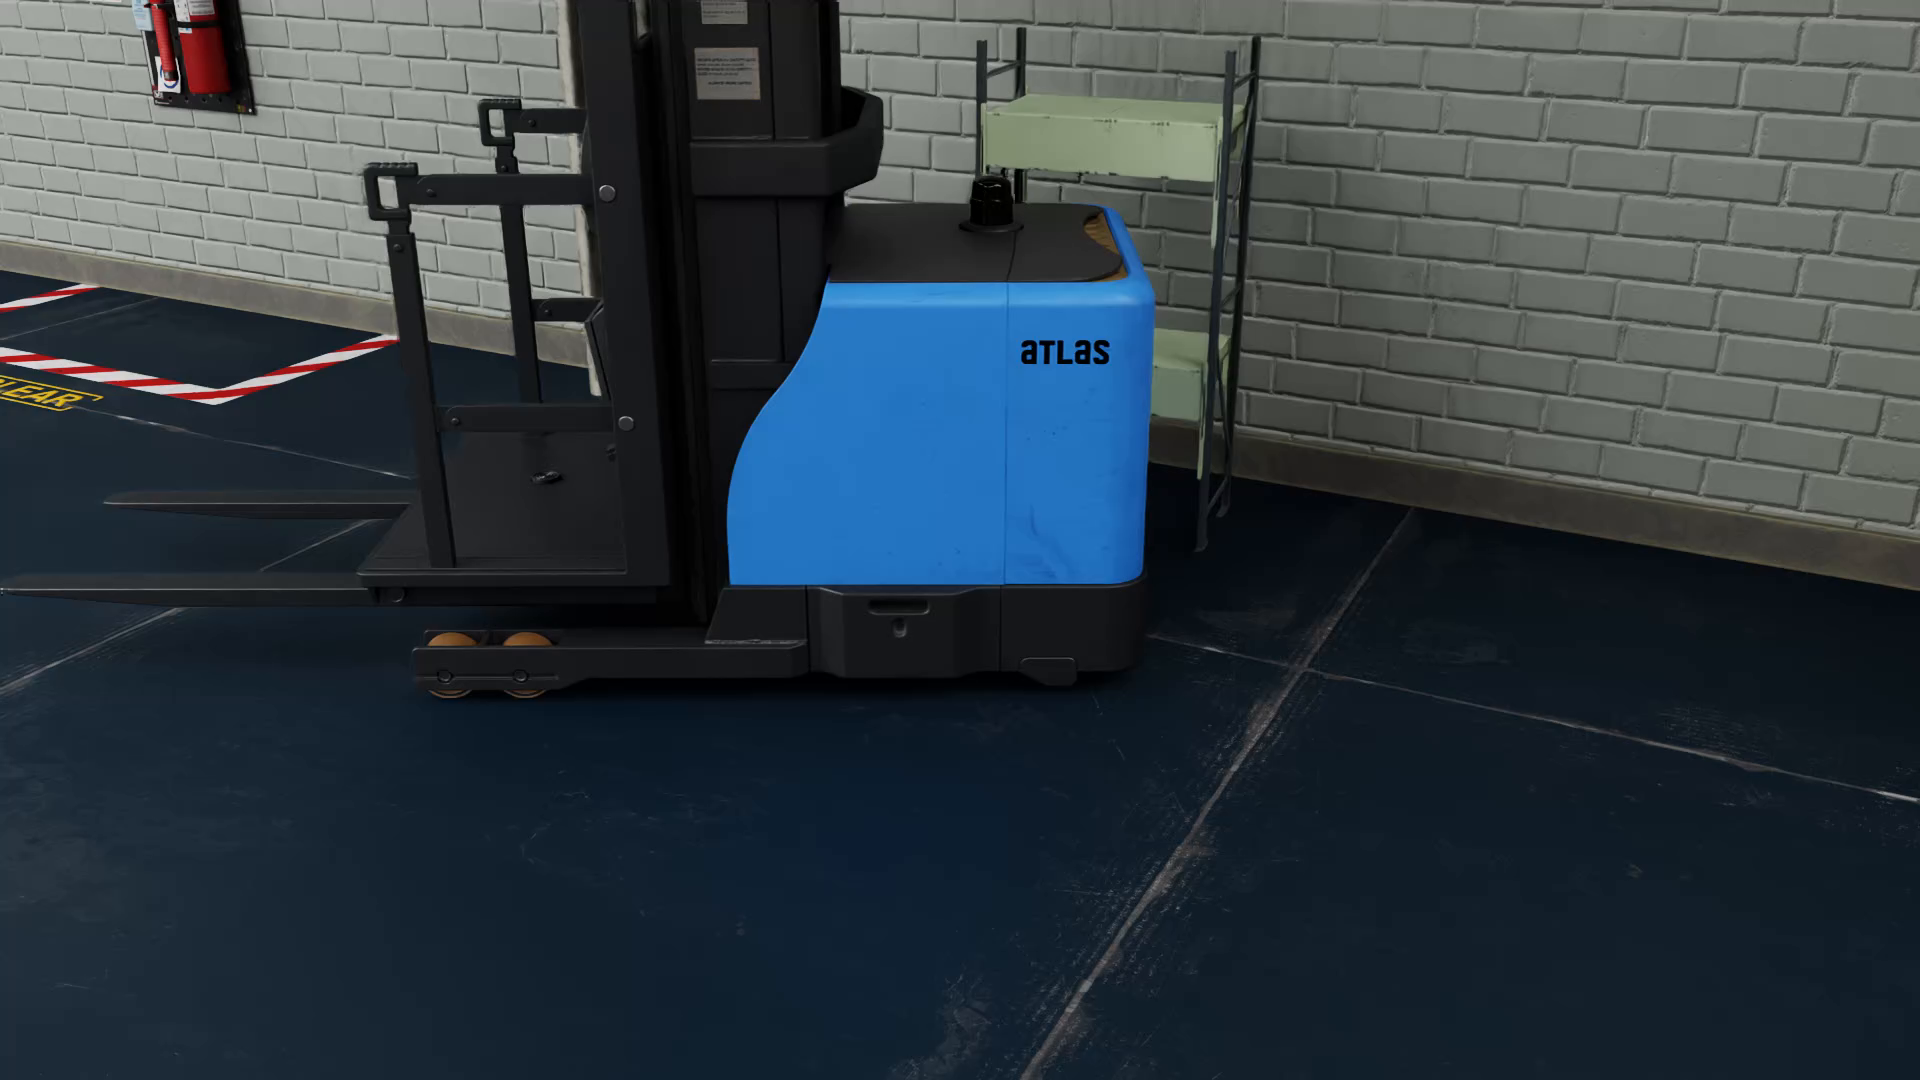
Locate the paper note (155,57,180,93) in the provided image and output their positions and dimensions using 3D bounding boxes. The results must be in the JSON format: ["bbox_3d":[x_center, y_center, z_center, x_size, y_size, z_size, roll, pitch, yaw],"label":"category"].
[{"bbox_3d":[-3.542,-2.080,7.433,0.142,0.148,0.016,11,25,25],"label":"paper note"}]

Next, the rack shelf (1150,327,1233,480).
[{"bbox_3d":[0.469,-0.477,5.289,0.720,0.370,0.431,8,24,19],"label":"rack shelf"}]

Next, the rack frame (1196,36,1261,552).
[{"bbox_3d":[0.813,-0.728,5.045,0.023,1.500,0.400,8,24,19],"label":"rack frame"}]

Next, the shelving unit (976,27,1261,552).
[{"bbox_3d":[0.469,-0.777,5.162,0.755,1.500,0.431,8,24,19],"label":"shelving unit"}]

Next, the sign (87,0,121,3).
[{"bbox_3d":[-3.862,-2.580,7.438,0.234,0.329,0.001,11,25,25],"label":"sign"}]

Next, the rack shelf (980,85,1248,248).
[{"bbox_3d":[0.470,-1.137,5.009,0.720,0.370,0.431,8,24,19],"label":"rack shelf"}]

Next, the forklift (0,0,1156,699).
[{"bbox_3d":[-1.034,-1.148,4.203,3.031,2.935,1.130,0,23,0],"label":"forklift"}]

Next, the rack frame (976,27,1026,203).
[{"bbox_3d":[0.126,-0.827,5.278,0.023,1.500,0.400,8,24,19],"label":"rack frame"}]

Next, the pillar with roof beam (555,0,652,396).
[{"bbox_3d":[-3.170,-3.237,1.363,0.400,9.000,9.100,11,25,25],"label":"pillar with roof beam"}]

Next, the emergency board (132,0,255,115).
[{"bbox_3d":[-3.415,-2.430,7.130,0.643,1.169,0.194,11,25,25],"label":"emergency board"}]
